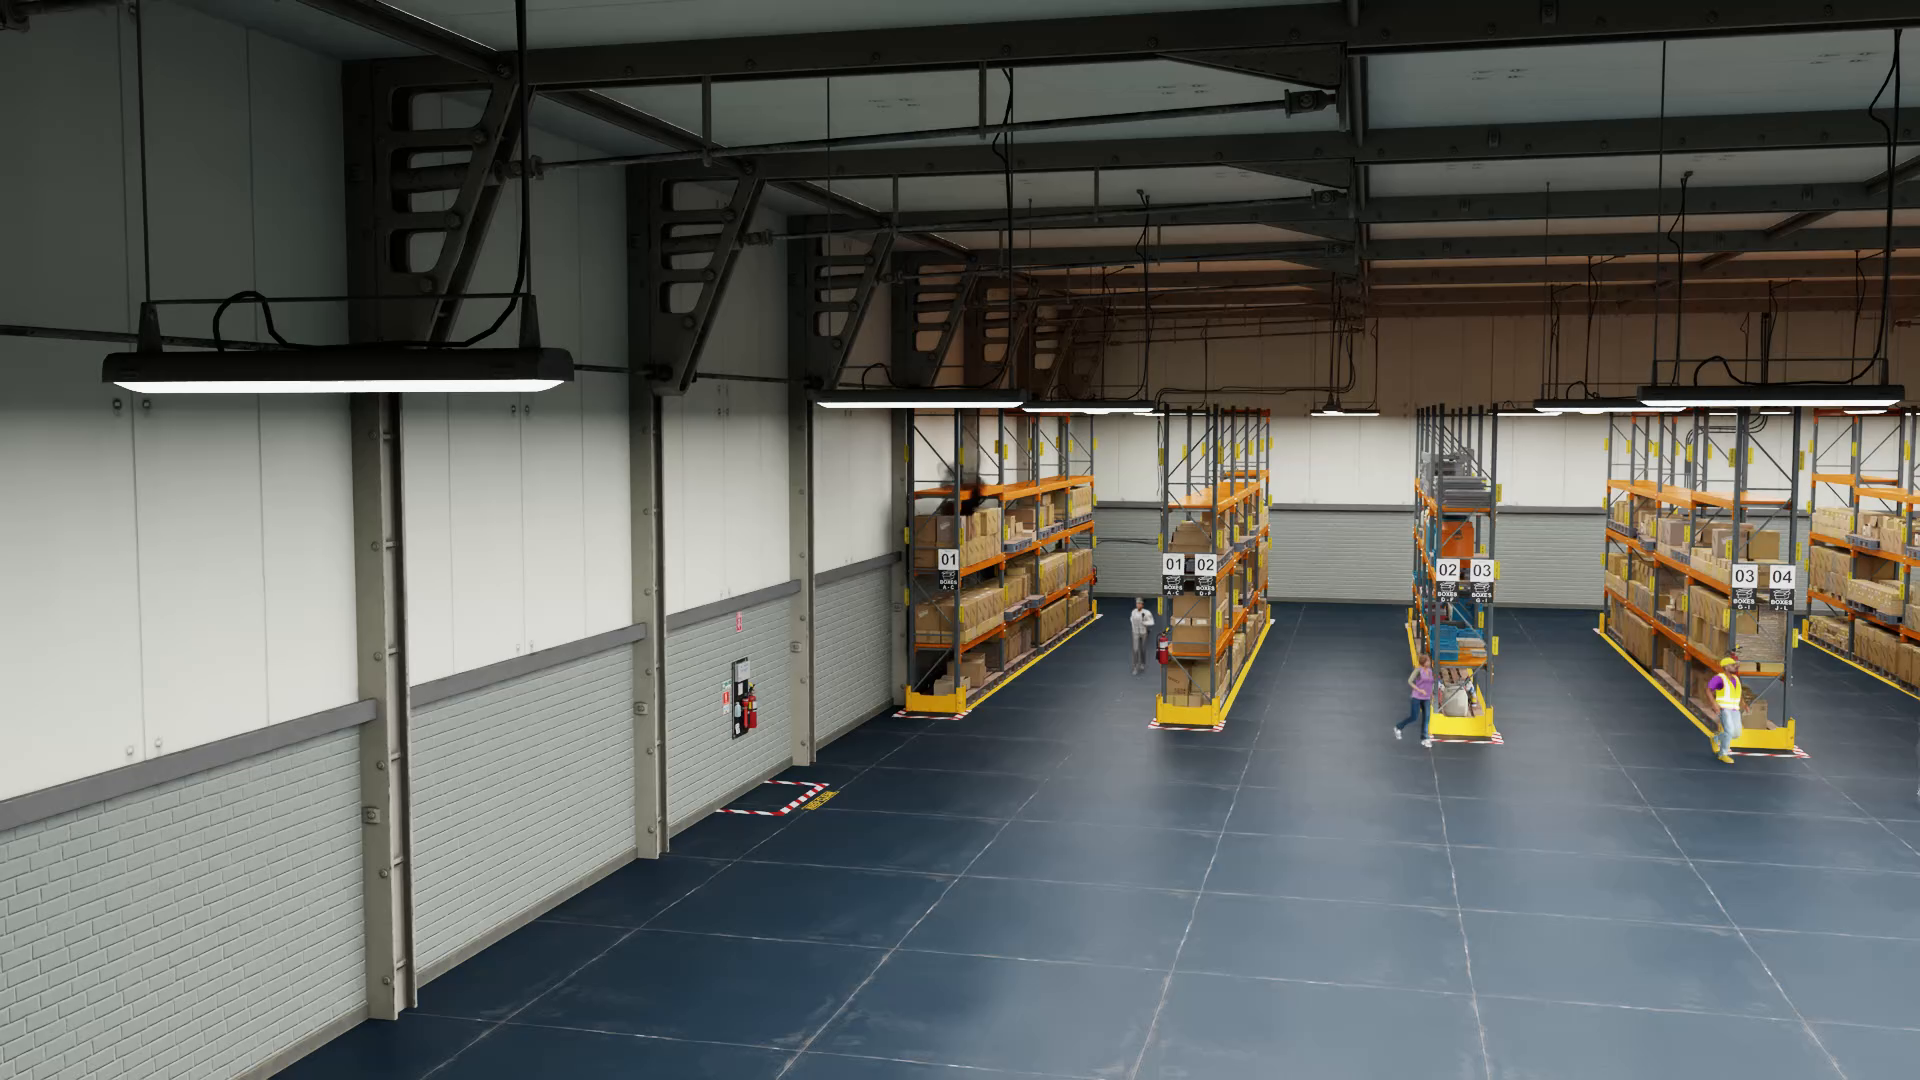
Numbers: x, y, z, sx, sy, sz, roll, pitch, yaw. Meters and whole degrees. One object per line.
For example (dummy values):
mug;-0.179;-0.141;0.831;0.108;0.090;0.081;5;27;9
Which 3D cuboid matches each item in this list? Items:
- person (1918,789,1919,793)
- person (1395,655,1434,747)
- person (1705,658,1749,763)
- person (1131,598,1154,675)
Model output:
person;14.516;3.104;24.226;0.576;1.721;0.918;-4;6;-44
person;8.129;2.798;29.249;0.604;1.564;0.877;-2;5;-25
person;12.890;2.842;27.934;0.759;1.717;0.565;-2;4;-22
person;4.100;2.159;37.491;0.585;1.747;0.790;1;4;17
